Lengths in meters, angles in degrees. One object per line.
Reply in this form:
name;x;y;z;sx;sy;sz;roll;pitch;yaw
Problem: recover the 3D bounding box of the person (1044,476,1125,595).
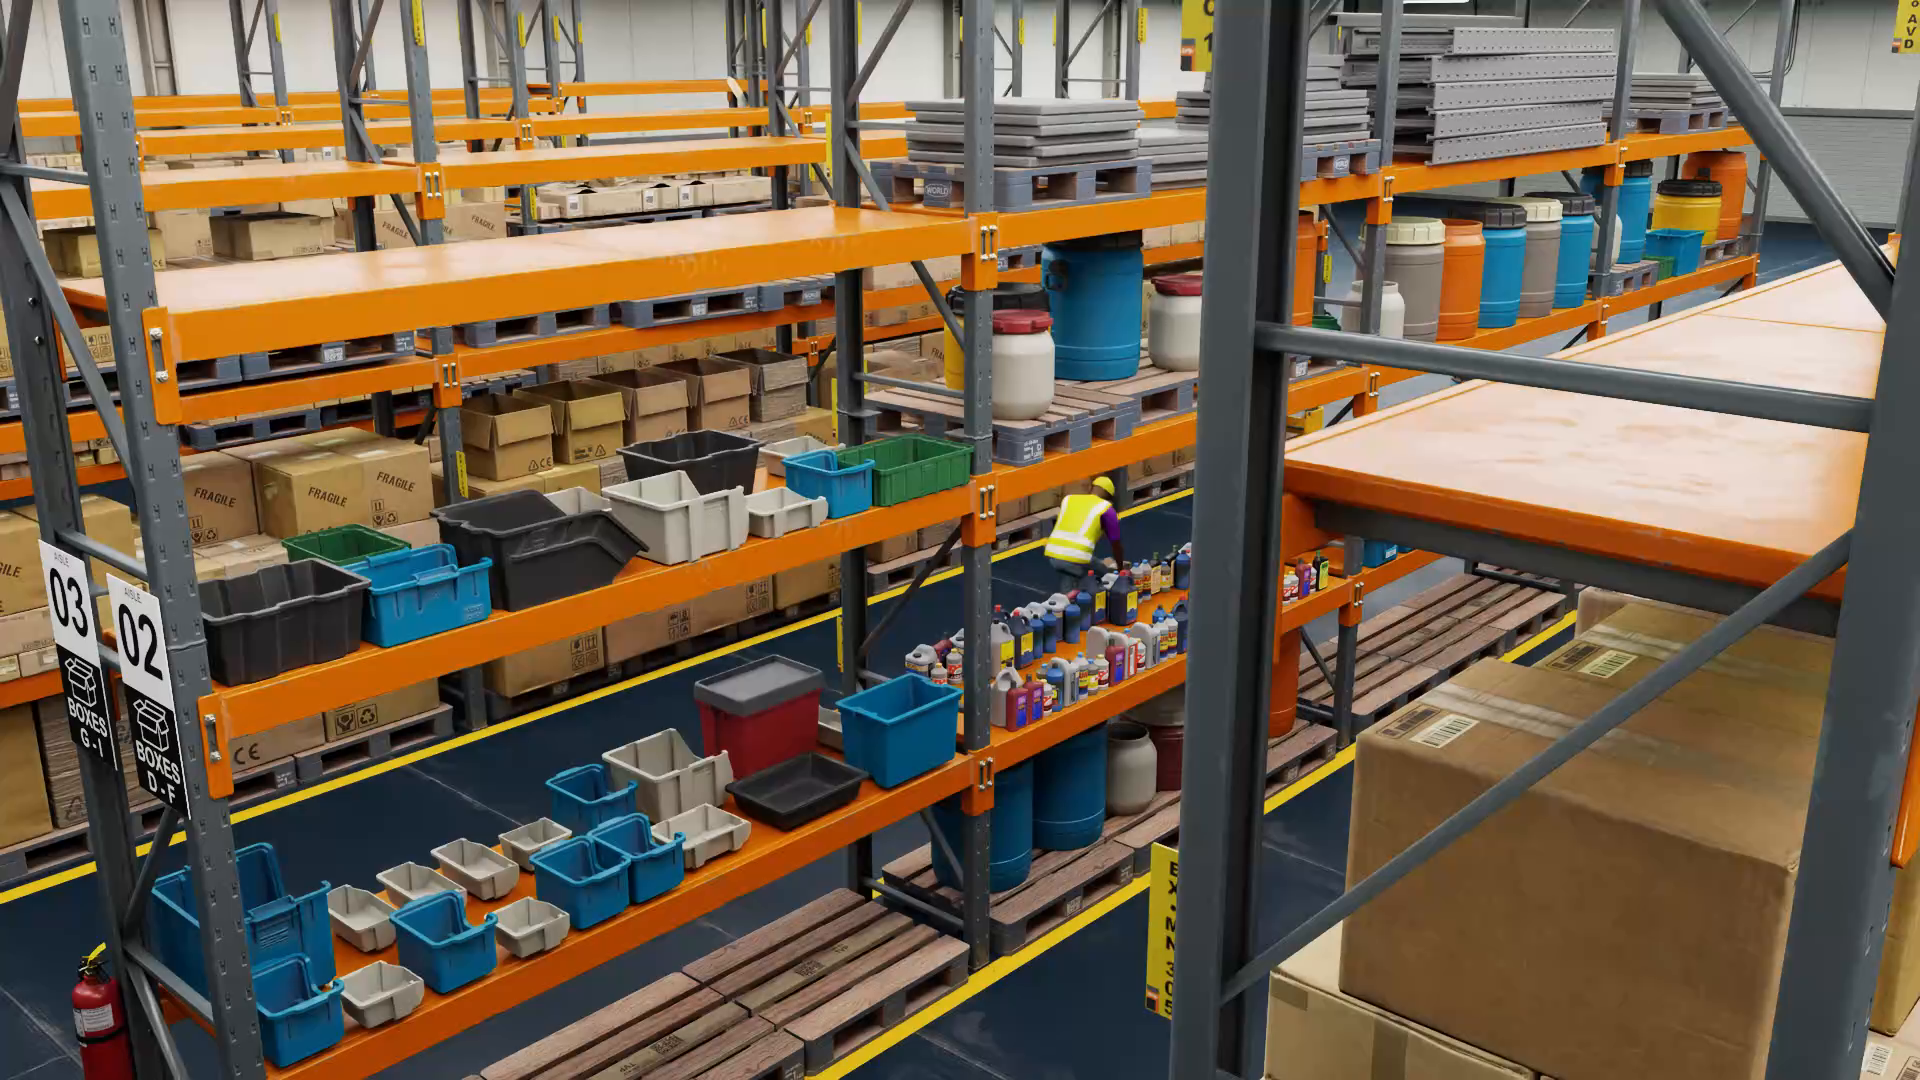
person;1.063;0.112;14.508;0.626;1.260;0.823;14;22;40
